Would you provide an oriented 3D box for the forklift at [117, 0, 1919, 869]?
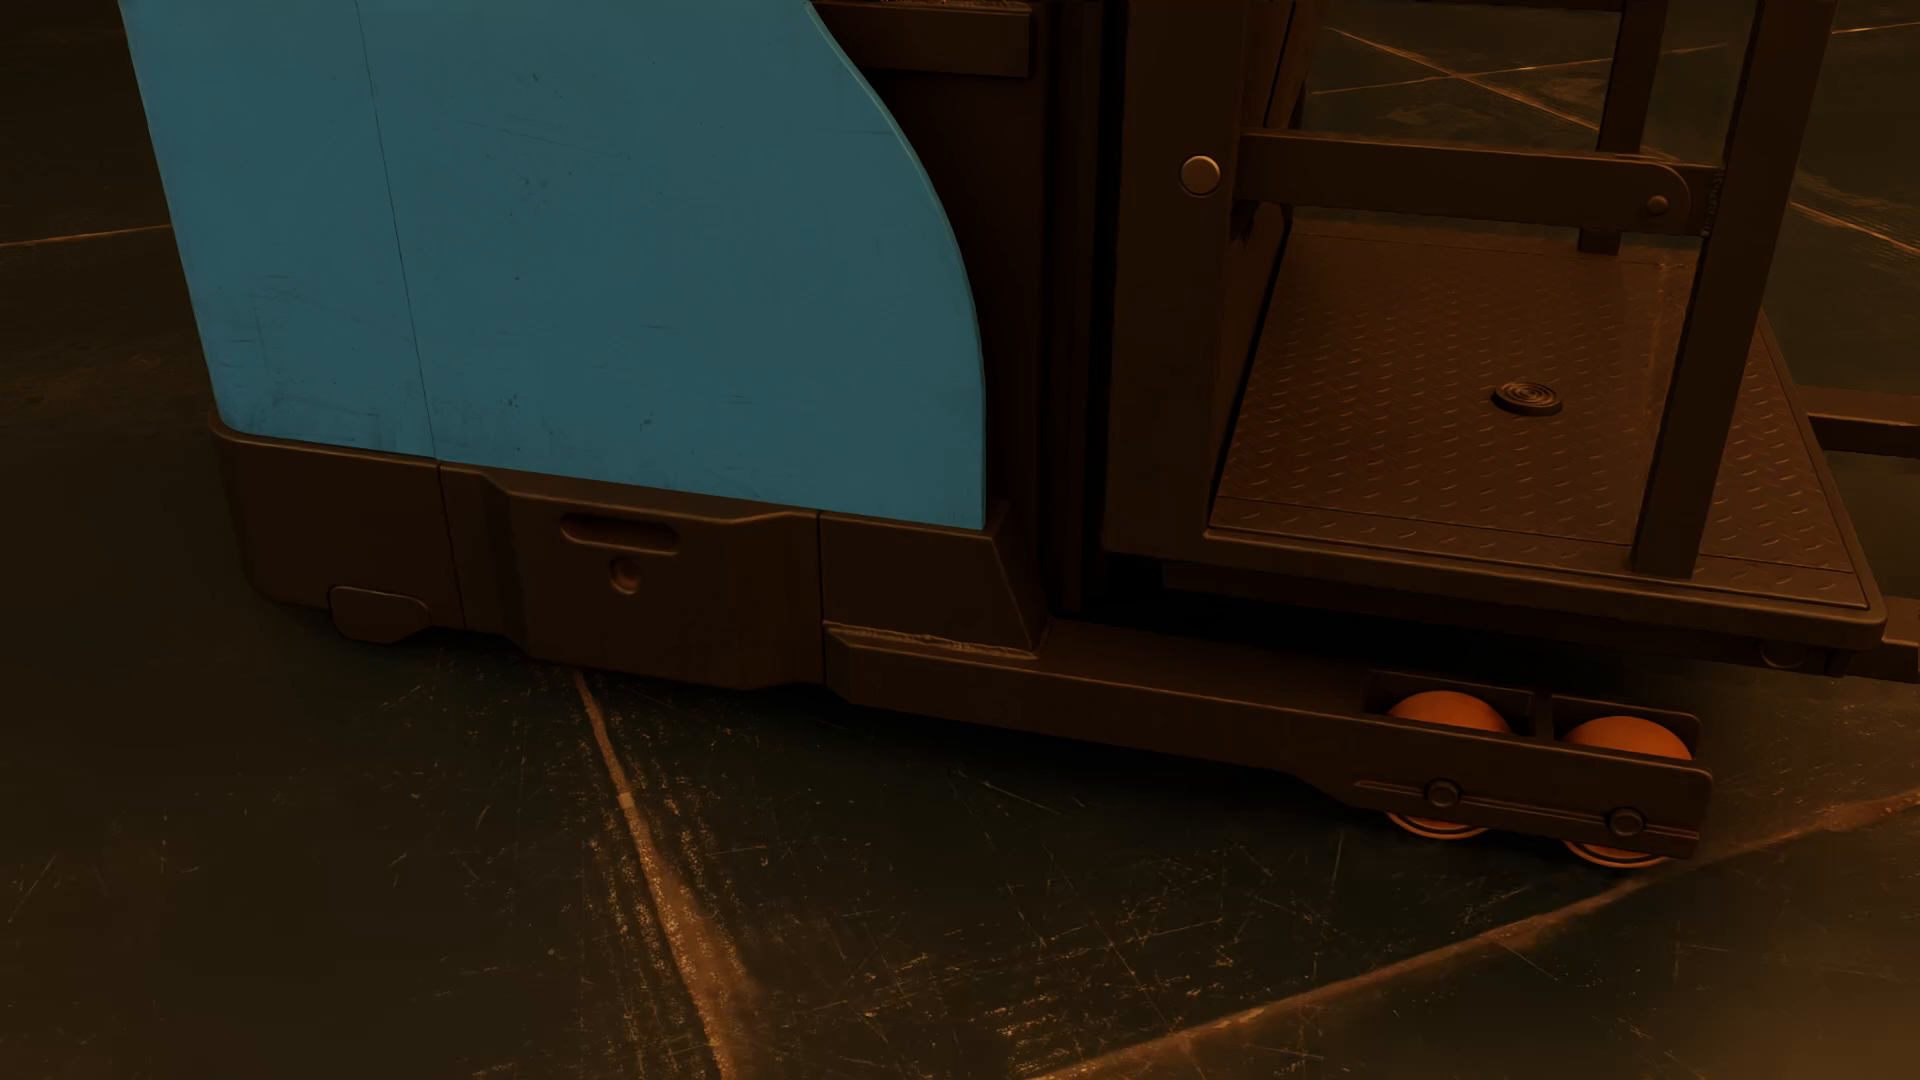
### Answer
[{"bbox_3d":[0.594,-1.200,1.645,3.031,2.935,1.130,7,31,13],"label":"forklift"}]
